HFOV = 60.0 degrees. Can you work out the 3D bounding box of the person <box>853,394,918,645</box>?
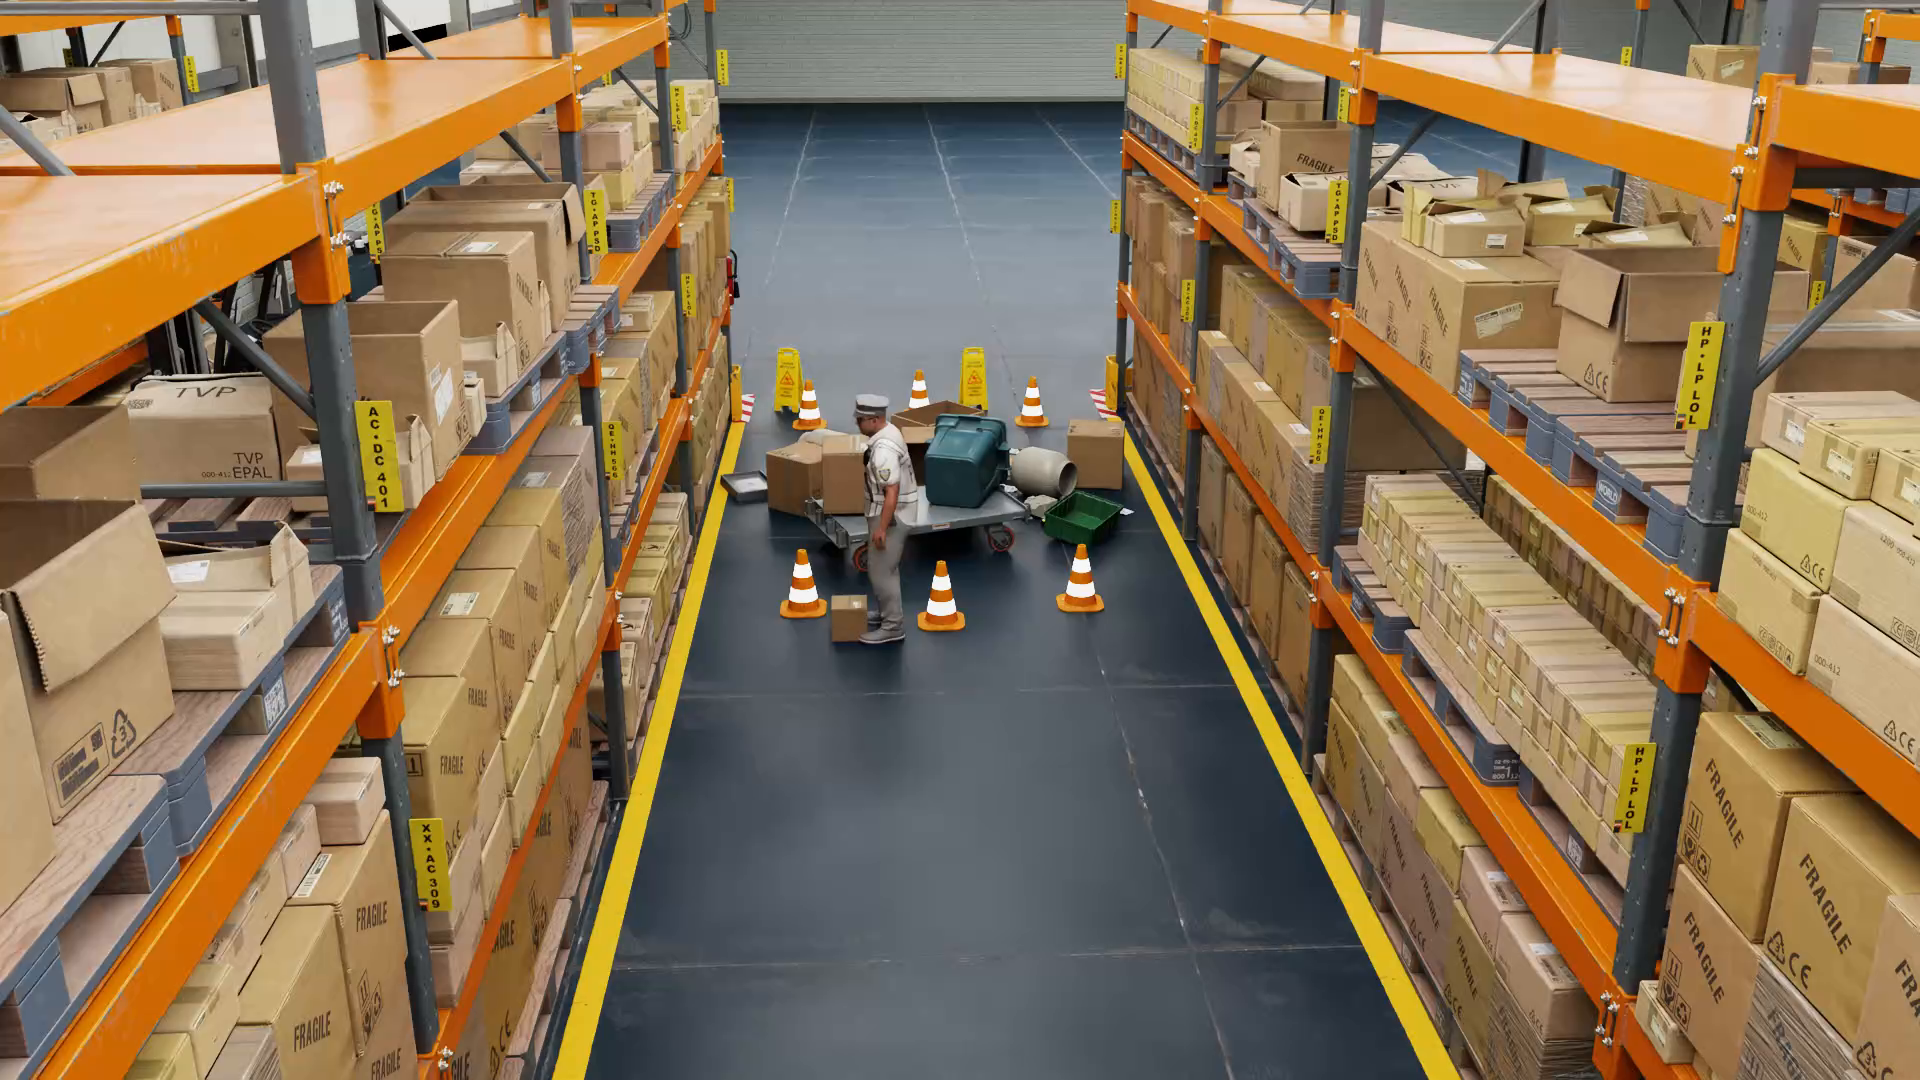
[{"bbox_3d":[-0.509,-0.158,11.494,0.435,1.748,0.590,-1,20,-4],"label":"person"}]
